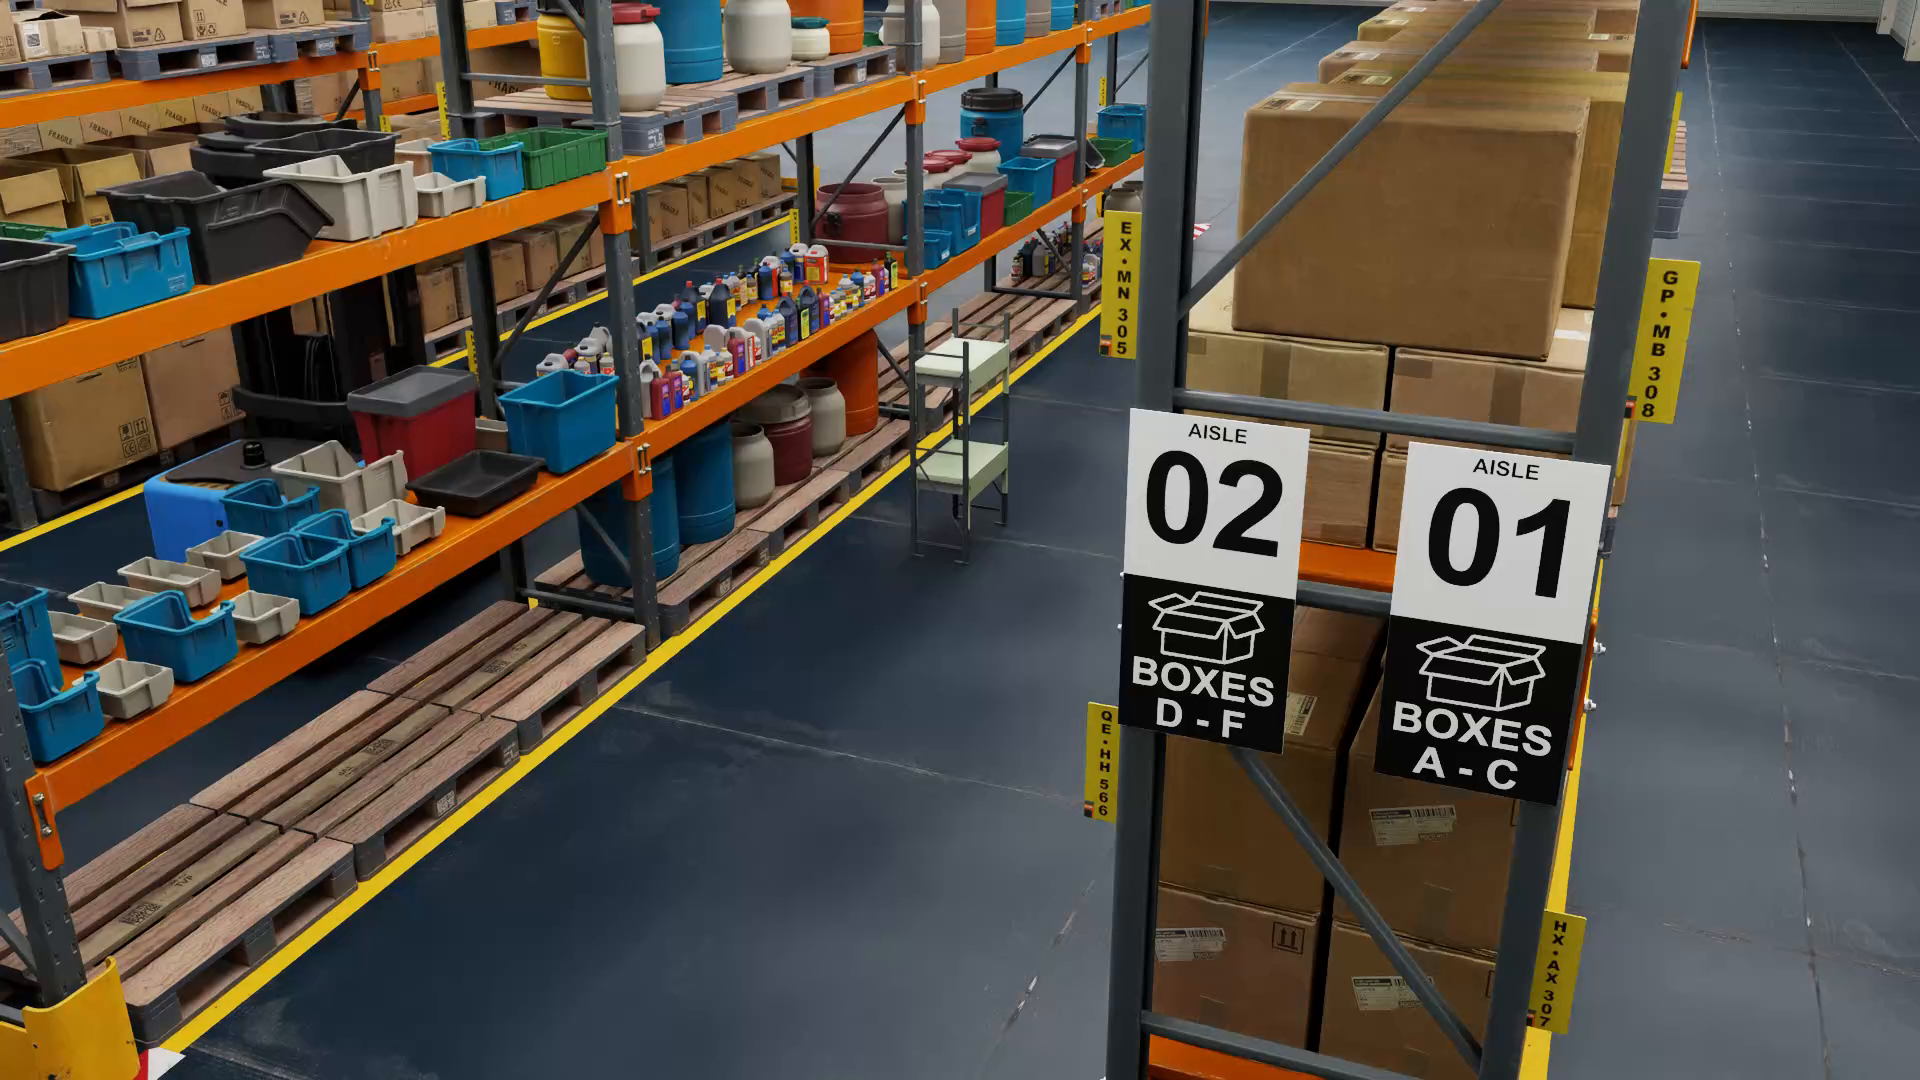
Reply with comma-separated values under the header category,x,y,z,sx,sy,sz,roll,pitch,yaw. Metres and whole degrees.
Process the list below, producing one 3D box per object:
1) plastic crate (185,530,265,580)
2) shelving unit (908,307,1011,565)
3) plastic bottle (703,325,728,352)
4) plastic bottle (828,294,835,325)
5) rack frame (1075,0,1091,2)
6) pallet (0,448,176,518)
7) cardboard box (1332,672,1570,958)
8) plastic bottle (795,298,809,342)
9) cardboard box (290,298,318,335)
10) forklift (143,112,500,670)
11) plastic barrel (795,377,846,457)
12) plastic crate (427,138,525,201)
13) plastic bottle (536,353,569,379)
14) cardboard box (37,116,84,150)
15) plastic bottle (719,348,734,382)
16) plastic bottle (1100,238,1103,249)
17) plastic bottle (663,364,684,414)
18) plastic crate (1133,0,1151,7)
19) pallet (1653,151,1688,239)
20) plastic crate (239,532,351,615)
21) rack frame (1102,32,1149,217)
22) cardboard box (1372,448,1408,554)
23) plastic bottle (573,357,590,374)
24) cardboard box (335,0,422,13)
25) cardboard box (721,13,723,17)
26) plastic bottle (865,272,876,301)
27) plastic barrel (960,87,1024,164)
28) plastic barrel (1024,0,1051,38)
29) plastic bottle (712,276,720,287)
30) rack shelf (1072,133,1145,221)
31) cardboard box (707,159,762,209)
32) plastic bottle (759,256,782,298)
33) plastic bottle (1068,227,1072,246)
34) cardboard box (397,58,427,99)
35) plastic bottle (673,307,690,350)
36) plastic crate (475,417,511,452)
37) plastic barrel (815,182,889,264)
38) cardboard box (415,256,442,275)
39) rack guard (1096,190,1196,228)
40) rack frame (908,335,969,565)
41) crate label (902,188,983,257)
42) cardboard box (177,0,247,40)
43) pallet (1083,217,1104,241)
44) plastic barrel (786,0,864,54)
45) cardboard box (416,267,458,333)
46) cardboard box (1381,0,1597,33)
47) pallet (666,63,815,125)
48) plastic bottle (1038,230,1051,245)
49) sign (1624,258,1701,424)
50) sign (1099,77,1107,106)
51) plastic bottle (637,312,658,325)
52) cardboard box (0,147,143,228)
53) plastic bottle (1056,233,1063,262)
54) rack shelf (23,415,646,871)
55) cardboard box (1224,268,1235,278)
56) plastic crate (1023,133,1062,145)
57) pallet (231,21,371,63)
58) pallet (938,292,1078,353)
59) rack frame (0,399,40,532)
category,x,y,z,sx,sy,sz,roll,pitch,yaw
plastic crate,-3.300,0.074,7.446,0.298,0.136,0.250,9,24,20
shelving unit,0.002,-0.694,10.967,0.431,1.500,0.755,9,24,20
plastic bottle,-1.515,-1.228,10.458,0.152,0.276,0.135,9,24,20
plastic bottle,-0.911,-1.589,11.421,0.097,0.201,0.097,0,23,0
rack frame,0.728,-6.452,15.020,1.000,3.000,0.127,9,24,20
pallet,-6.626,-0.530,12.245,1.003,0.211,1.213,9,24,20
cardboard box,1.278,0.693,4.273,0.500,0.500,0.500,10,25,22
plastic bottle,-1.055,-1.470,11.028,0.061,0.283,0.133,9,24,20
cardboard box,-5.970,-1.613,13.431,1.225,0.875,0.875,9,24,20
forklift,-3.600,-1.161,10.227,1.130,2.935,3.031,8,24,18
plastic barrel,-1.051,-0.906,12.209,0.421,0.512,0.421,0,23,0
plastic crate,-2.286,-1.756,7.888,0.416,0.233,0.300,9,24,20
plastic bottle,-2.397,-0.951,9.795,0.152,0.276,0.135,9,24,20
cardboard box,-9.320,-4.058,16.943,0.500,0.500,0.500,9,24,20
plastic bottle,-1.441,-1.078,10.197,0.097,0.201,0.097,0,23,0
plastic bottle,1.483,-2.961,17.314,0.144,0.351,0.185,8,24,18
plastic bottle,-1.662,-0.885,9.628,0.061,0.283,0.133,9,24,20
plastic crate,1.785,-5.766,17.292,0.392,0.384,0.575,9,24,20
pallet,2.661,-1.631,7.615,1.213,0.211,1.003,9,24,20
plastic crate,-2.843,0.148,7.144,0.416,0.233,0.300,9,24,20
rack frame,2.214,-5.115,19.604,1.000,3.000,0.127,9,24,20
cardboard box,1.295,-0.141,3.999,0.500,0.250,0.500,9,24,20
plastic bottle,-2.274,-1.001,10.012,0.097,0.201,0.097,0,23,0
cardboard box,-4.943,-4.753,14.068,0.500,0.500,0.500,9,24,21
cardboard box,-3.035,-6.133,20.228,0.500,0.500,0.500,9,24,20
plastic bottle,-0.658,-1.833,12.005,0.097,0.201,0.097,0,23,0
plastic barrel,0.303,-3.820,15.853,0.600,0.901,0.708,9,24,20
plastic barrel,0.498,-4.852,14.432,0.600,0.901,0.600,0,23,0
plastic bottle,-1.690,-1.683,11.538,0.061,0.283,0.133,9,24,20
rack shelf,1.471,-4.067,18.029,1.077,0.370,4.000,9,24,20
cardboard box,-2.823,-4.424,20.649,0.500,0.500,0.500,16,28,34
plastic bottle,-1.391,-1.921,12.117,0.152,0.276,0.135,9,24,20
plastic bottle,1.212,-3.385,18.523,0.097,0.201,0.097,0,23,0
cardboard box,-7.557,-6.118,21.810,0.875,0.550,0.550,9,24,20
plastic bottle,-1.816,-1.380,10.828,0.097,0.271,0.097,0,23,0
plastic crate,-2.549,-0.581,9.013,0.396,0.136,0.243,9,24,20
plastic barrel,-0.867,-2.524,13.225,0.600,0.536,0.708,9,24,20
cardboard box,-5.136,-2.601,15.284,0.500,0.250,0.500,10,25,22
rack guard,2.229,-3.928,20.004,1.175,0.500,0.348,9,24,20
rack frame,-0.134,-0.563,10.653,0.400,1.500,0.023,9,24,20
crate label,-0.138,-2.585,13.502,0.502,0.435,0.616,9,24,20
cardboard box,-5.755,-4.035,12.452,0.500,0.500,0.500,10,25,23
pallet,1.922,-3.504,19.366,1.003,0.211,1.213,9,24,20
plastic barrel,-0.972,-3.825,11.523,0.600,0.830,0.708,9,24,20
cardboard box,-5.126,-2.253,15.425,0.700,0.500,0.500,7,24,17
cardboard box,1.891,-1.664,6.022,0.700,0.500,0.500,9,24,20
pallet,-1.625,-2.818,10.459,1.003,0.211,1.213,9,24,20
plastic bottle,0.891,-3.120,17.694,0.144,0.351,0.185,9,24,20
sign,1.372,-0.389,3.263,0.100,0.325,0.005,9,24,20
sign,1.704,-5.323,19.743,0.100,0.325,0.005,9,24,20
plastic bottle,-2.024,-1.310,10.656,0.152,0.276,0.135,9,24,20
cardboard box,-6.347,-2.513,11.942,0.797,0.503,0.637,9,24,21
plastic bottle,1.054,-3.132,17.809,0.061,0.283,0.133,9,24,20
rack shelf,-2.987,0.227,7.748,1.077,0.370,4.000,9,24,20
cardboard box,1.007,-0.624,4.506,0.500,0.250,0.500,9,24,20
plastic crate,0.887,-4.050,17.247,0.499,0.251,0.616,9,24,20
pallet,-5.546,-4.020,13.336,1.213,0.211,1.003,10,25,22
pallet,0.472,-2.110,16.028,1.003,0.211,1.213,9,24,20
rack frame,-6.842,-1.530,11.021,1.000,3.000,0.127,9,24,20
